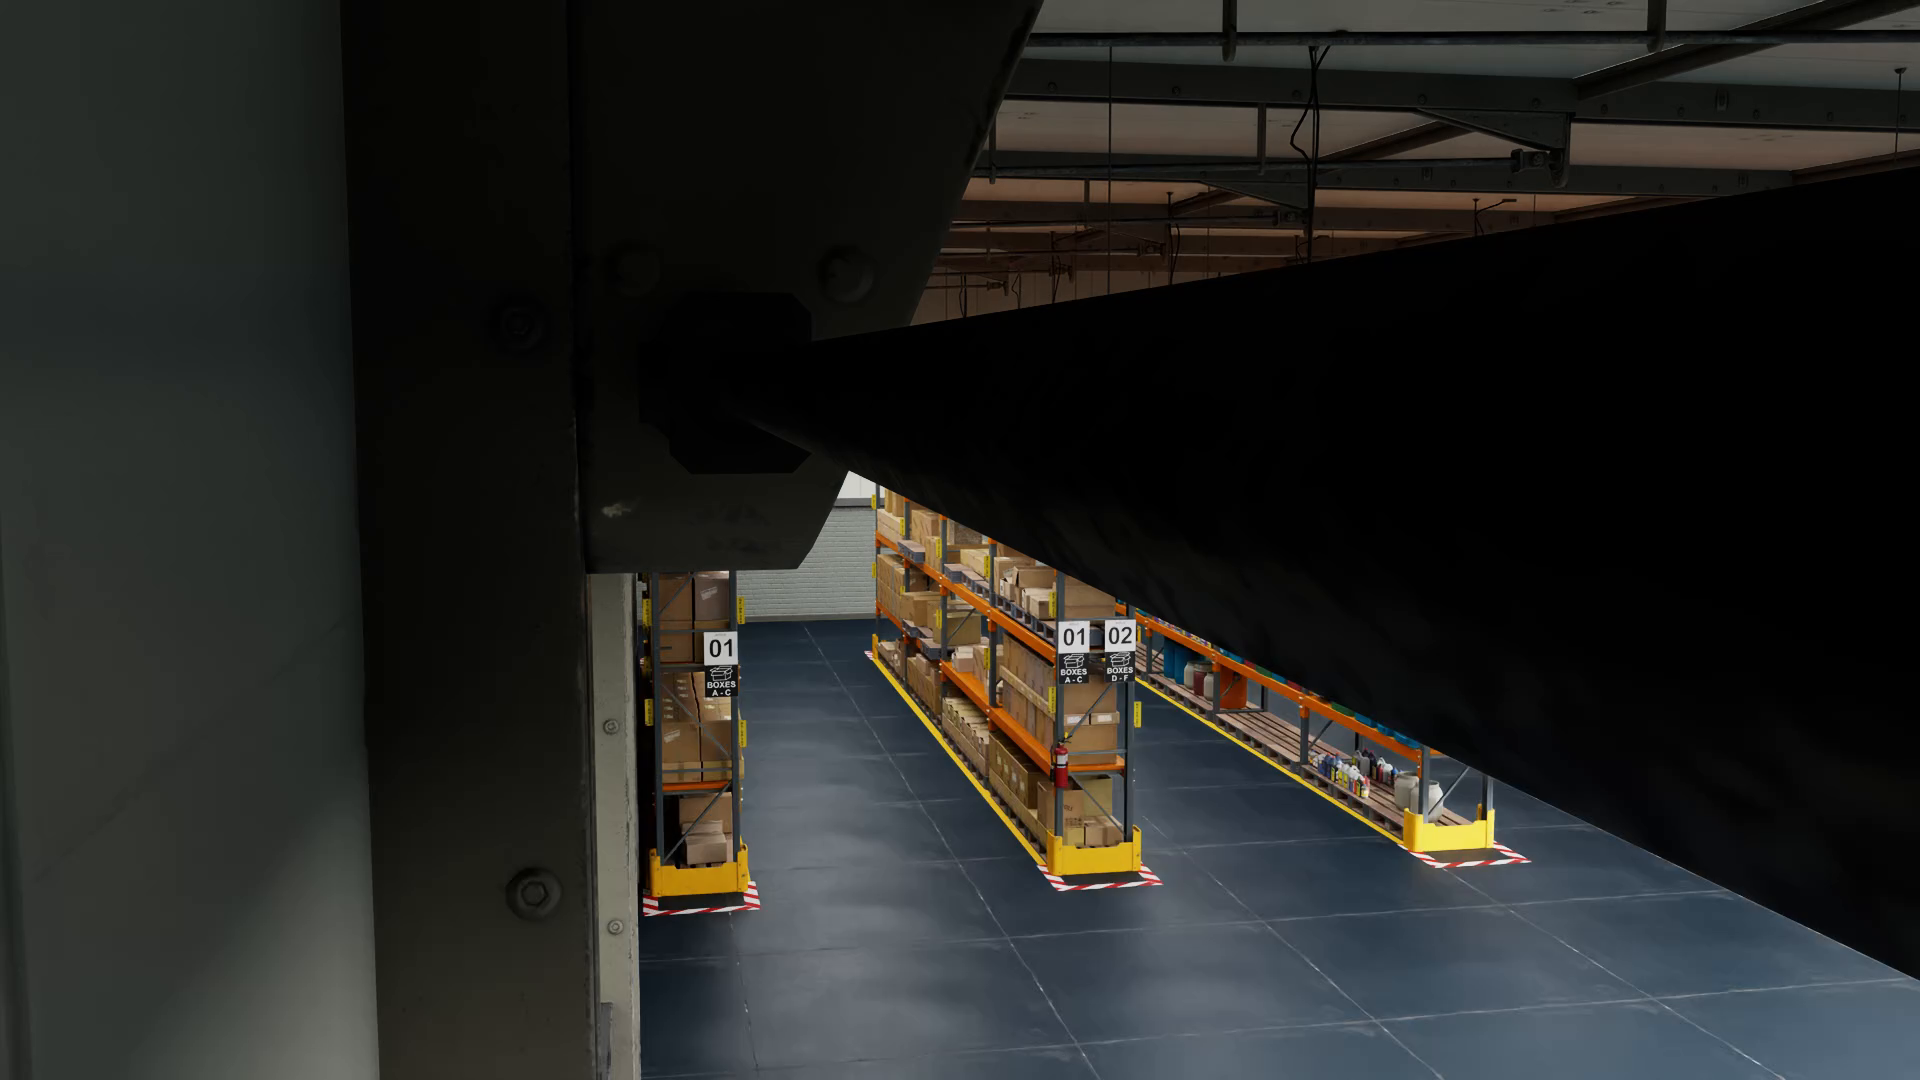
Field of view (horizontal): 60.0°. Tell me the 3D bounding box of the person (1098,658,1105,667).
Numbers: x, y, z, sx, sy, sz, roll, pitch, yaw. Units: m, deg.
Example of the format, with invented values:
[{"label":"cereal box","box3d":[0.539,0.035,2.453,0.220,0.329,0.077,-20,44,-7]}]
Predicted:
[{"label":"person","box3d":[2.751,1.956,34.047,0.643,1.741,0.964,-1,6,-6]}]
